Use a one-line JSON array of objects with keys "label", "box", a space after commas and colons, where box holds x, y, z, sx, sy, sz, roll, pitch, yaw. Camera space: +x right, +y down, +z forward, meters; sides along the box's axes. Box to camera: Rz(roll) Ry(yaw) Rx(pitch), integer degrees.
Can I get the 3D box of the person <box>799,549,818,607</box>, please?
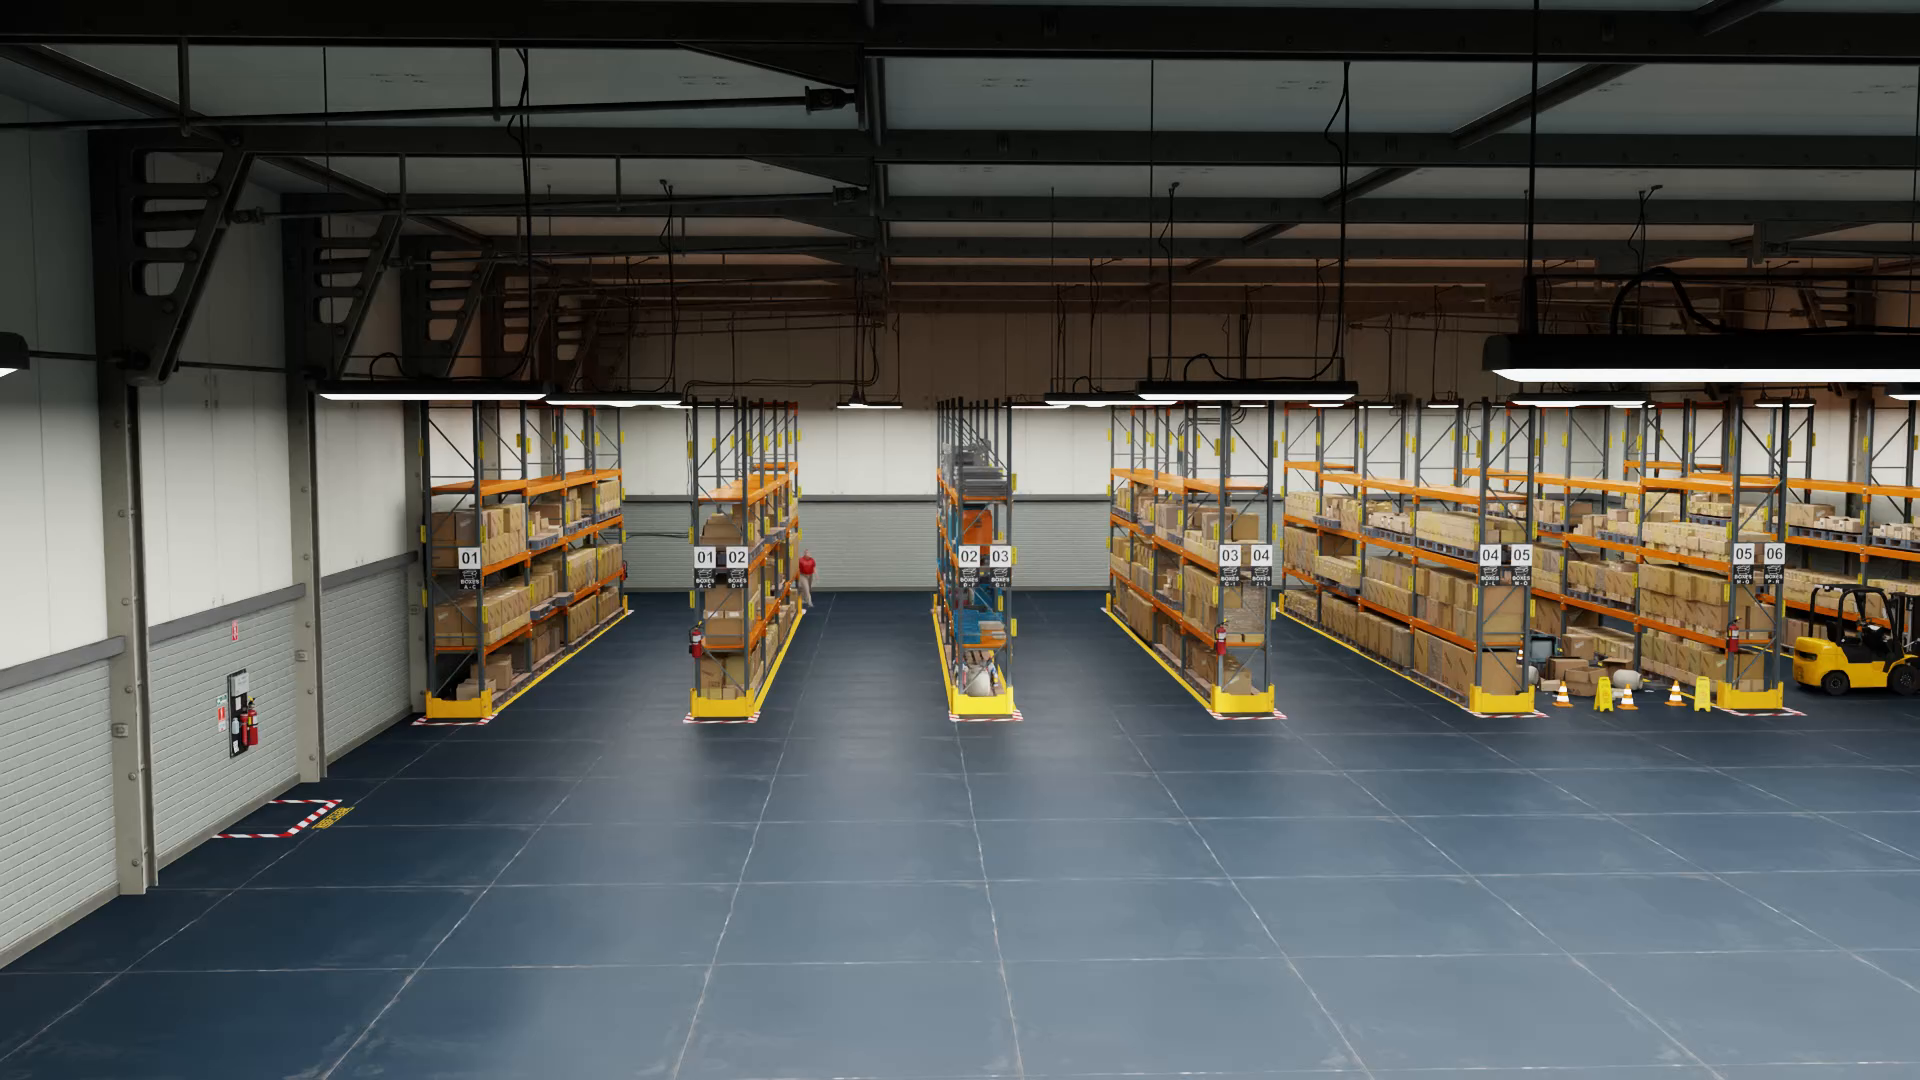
[{"label": "person", "box": [-4.491, 1.099, 48.787, 0.554, 1.657, 1.125, -3, 5, -36]}]
